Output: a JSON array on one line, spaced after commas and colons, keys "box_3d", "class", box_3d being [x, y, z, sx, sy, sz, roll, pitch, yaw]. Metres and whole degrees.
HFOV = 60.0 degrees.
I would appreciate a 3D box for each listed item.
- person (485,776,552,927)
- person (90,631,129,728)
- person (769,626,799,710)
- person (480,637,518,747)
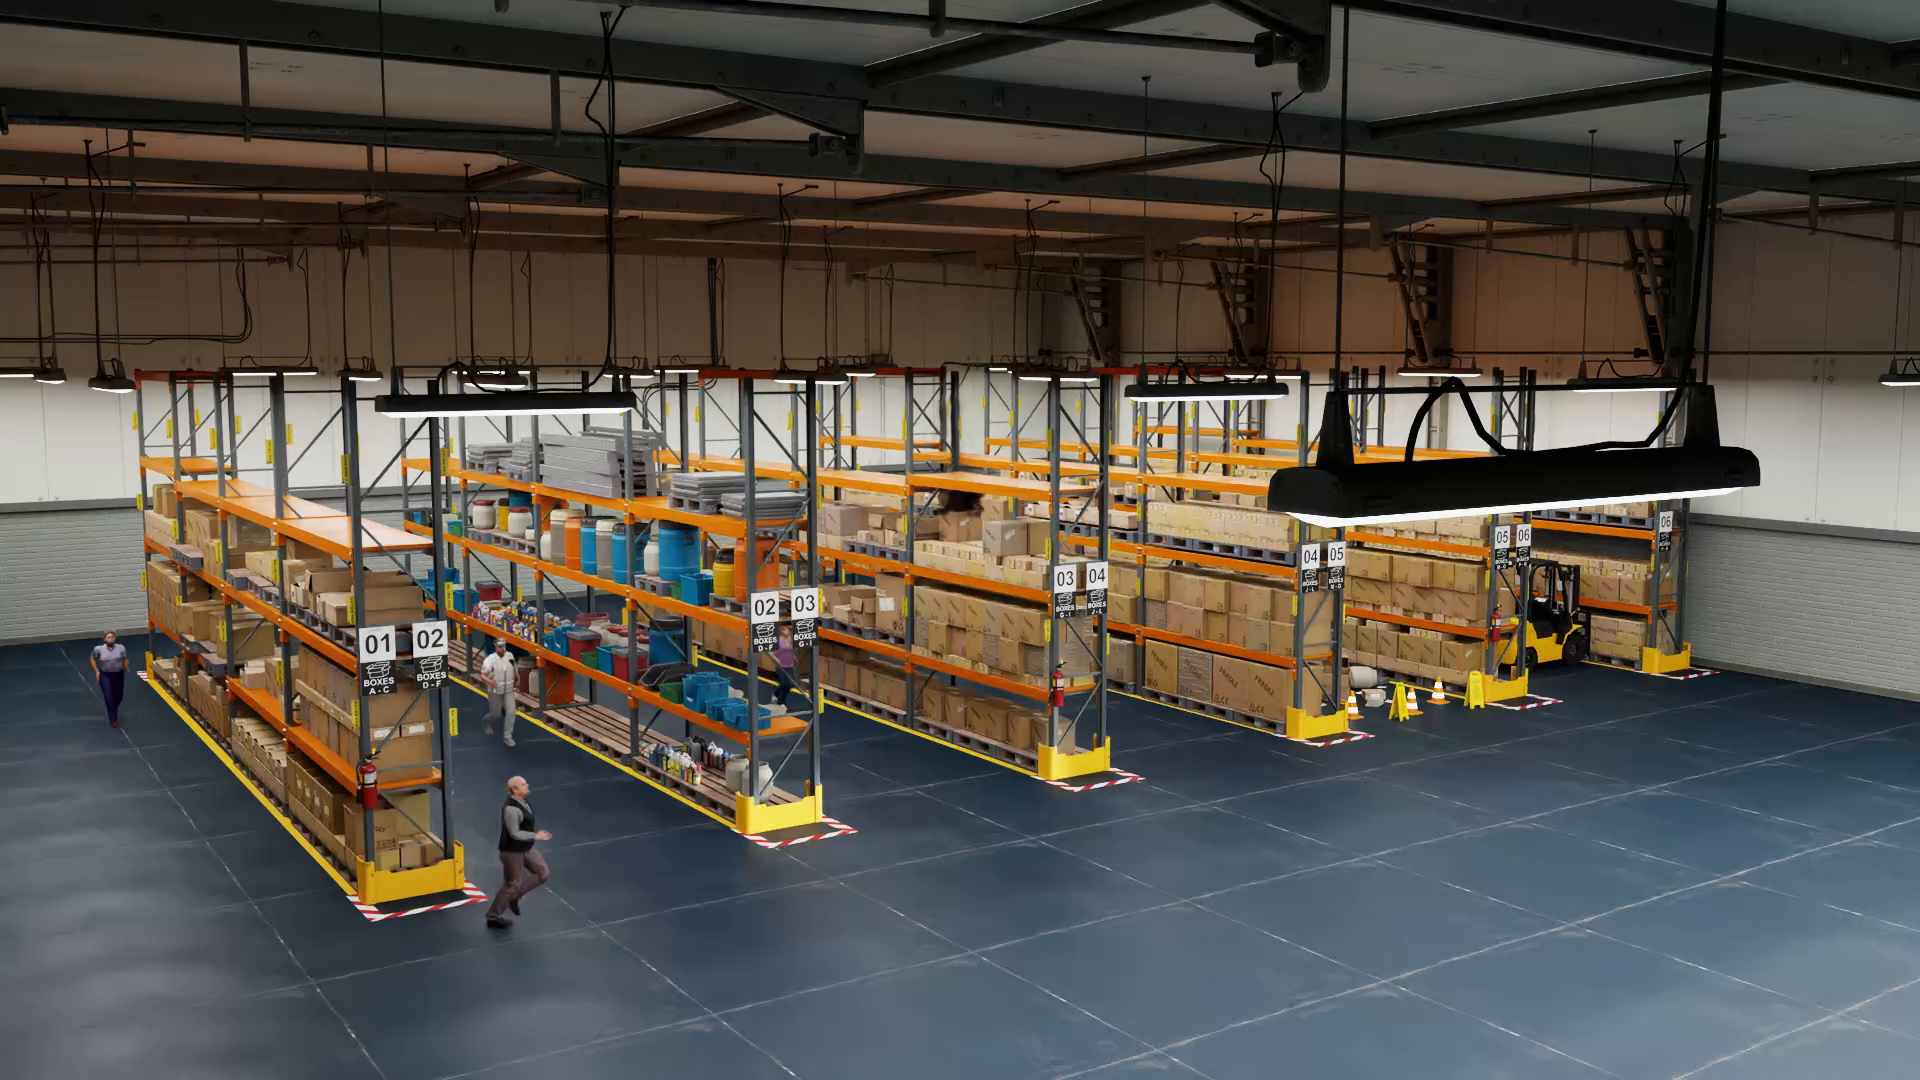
[{"box_3d": [-4.863, 3.418, 18.383, 0.761, 1.677, 0.677, 0, 6, 1], "class": "person"}, {"box_3d": [-14.483, 2.345, 28.356, 0.591, 1.631, 0.786, -5, 8, -37], "class": "person"}, {"box_3d": [-3.109, 2.244, 29.391, 0.516, 1.554, 0.529, -5, 8, -38], "class": "person"}, {"box_3d": [-7.471, 2.425, 26.972, 0.651, 1.755, 0.893, -5, 8, -38], "class": "person"}]
